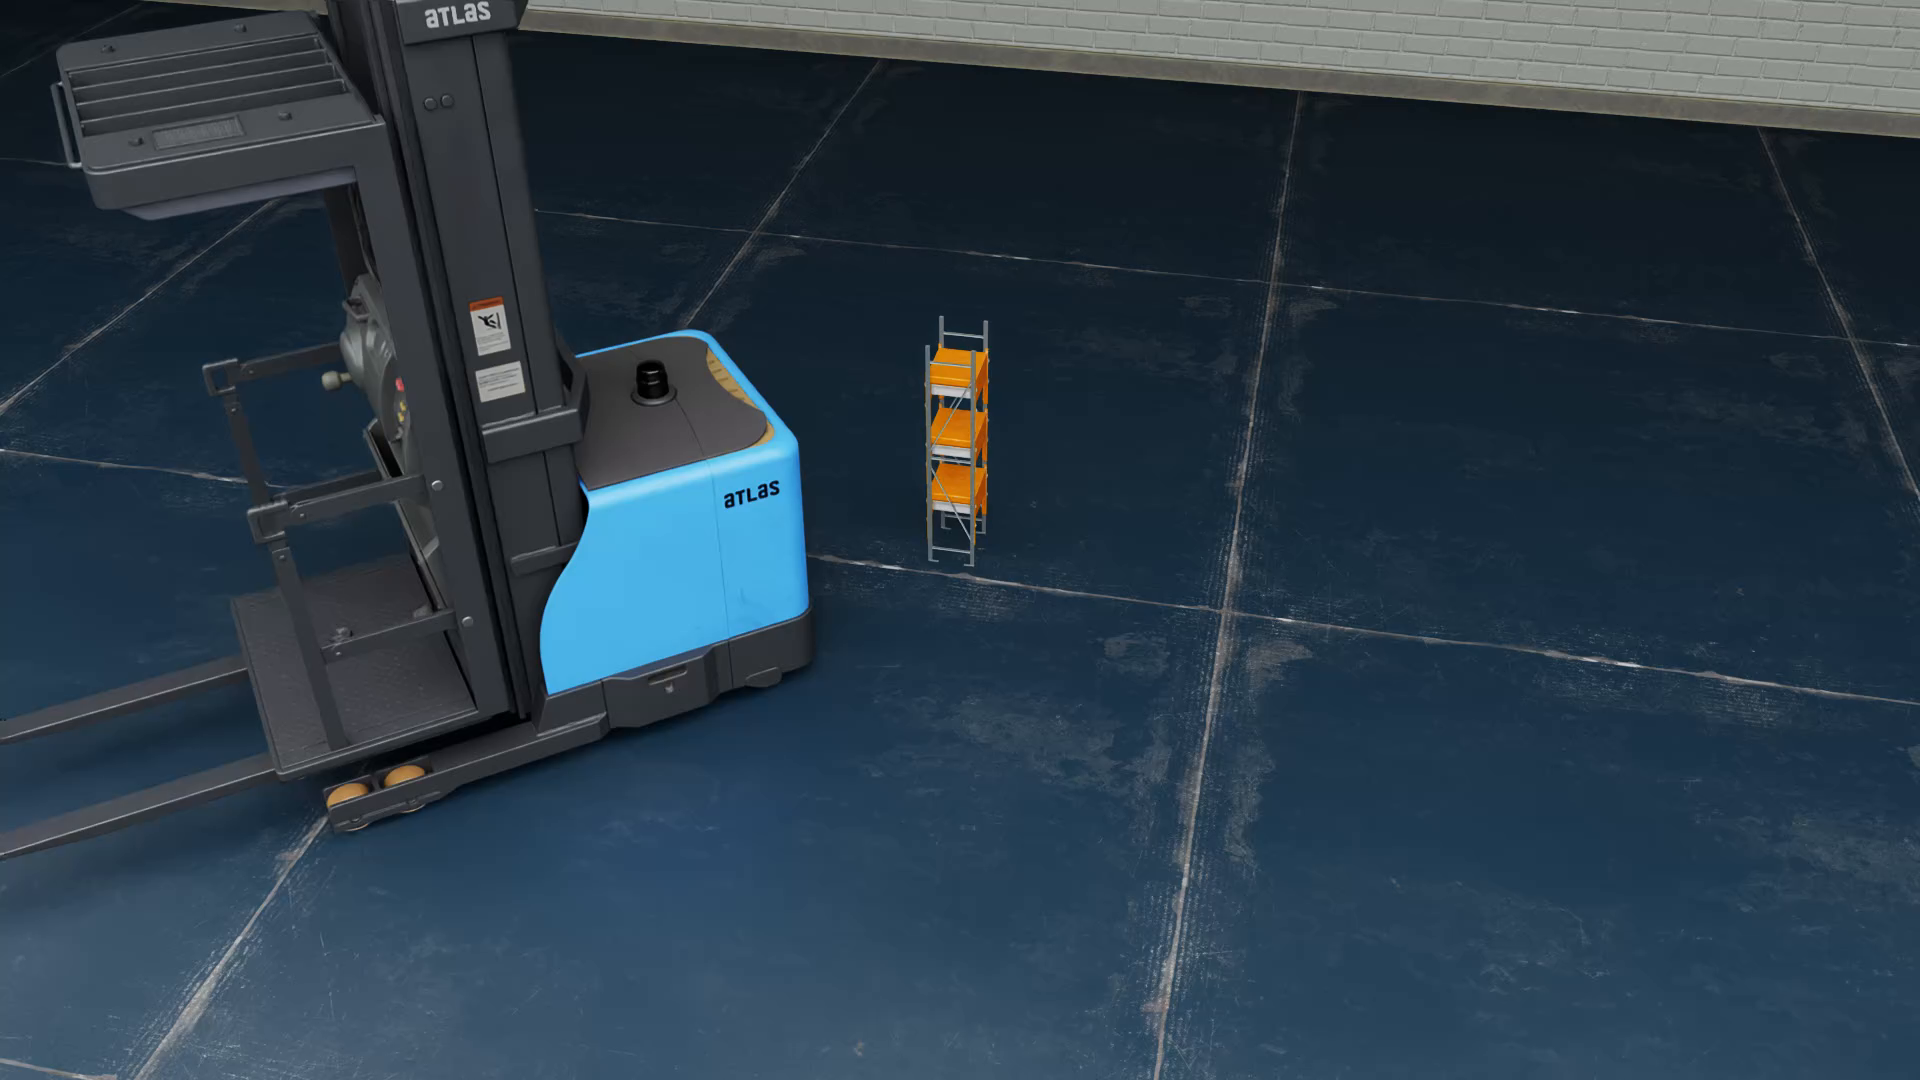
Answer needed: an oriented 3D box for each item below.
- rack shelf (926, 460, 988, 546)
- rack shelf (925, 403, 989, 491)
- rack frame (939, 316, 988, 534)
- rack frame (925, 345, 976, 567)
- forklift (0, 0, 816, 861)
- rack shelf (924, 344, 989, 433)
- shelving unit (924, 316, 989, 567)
[{"bbox_3d":[-0.011,-0.161,7.069,0.215,0.259,0.240,7,37,10],"label":"rack shelf"},{"bbox_3d":[-0.011,-0.386,6.906,0.215,0.259,0.240,7,37,10],"label":"rack shelf"},{"bbox_3d":[0.015,-0.464,6.996,0.200,1.050,0.008,7,37,10],"label":"rack frame"},{"bbox_3d":[-0.038,-0.324,6.803,0.200,1.050,0.008,7,37,10],"label":"rack frame"},{"bbox_3d":[-2.112,-0.521,5.472,3.031,2.935,1.130,-17,39,-22],"label":"forklift"},{"bbox_3d":[-0.011,-0.616,6.739,0.215,0.259,0.240,7,37,10],"label":"rack shelf"},{"bbox_3d":[-0.011,-0.394,6.900,0.215,1.050,0.252,7,37,10],"label":"shelving unit"}]
